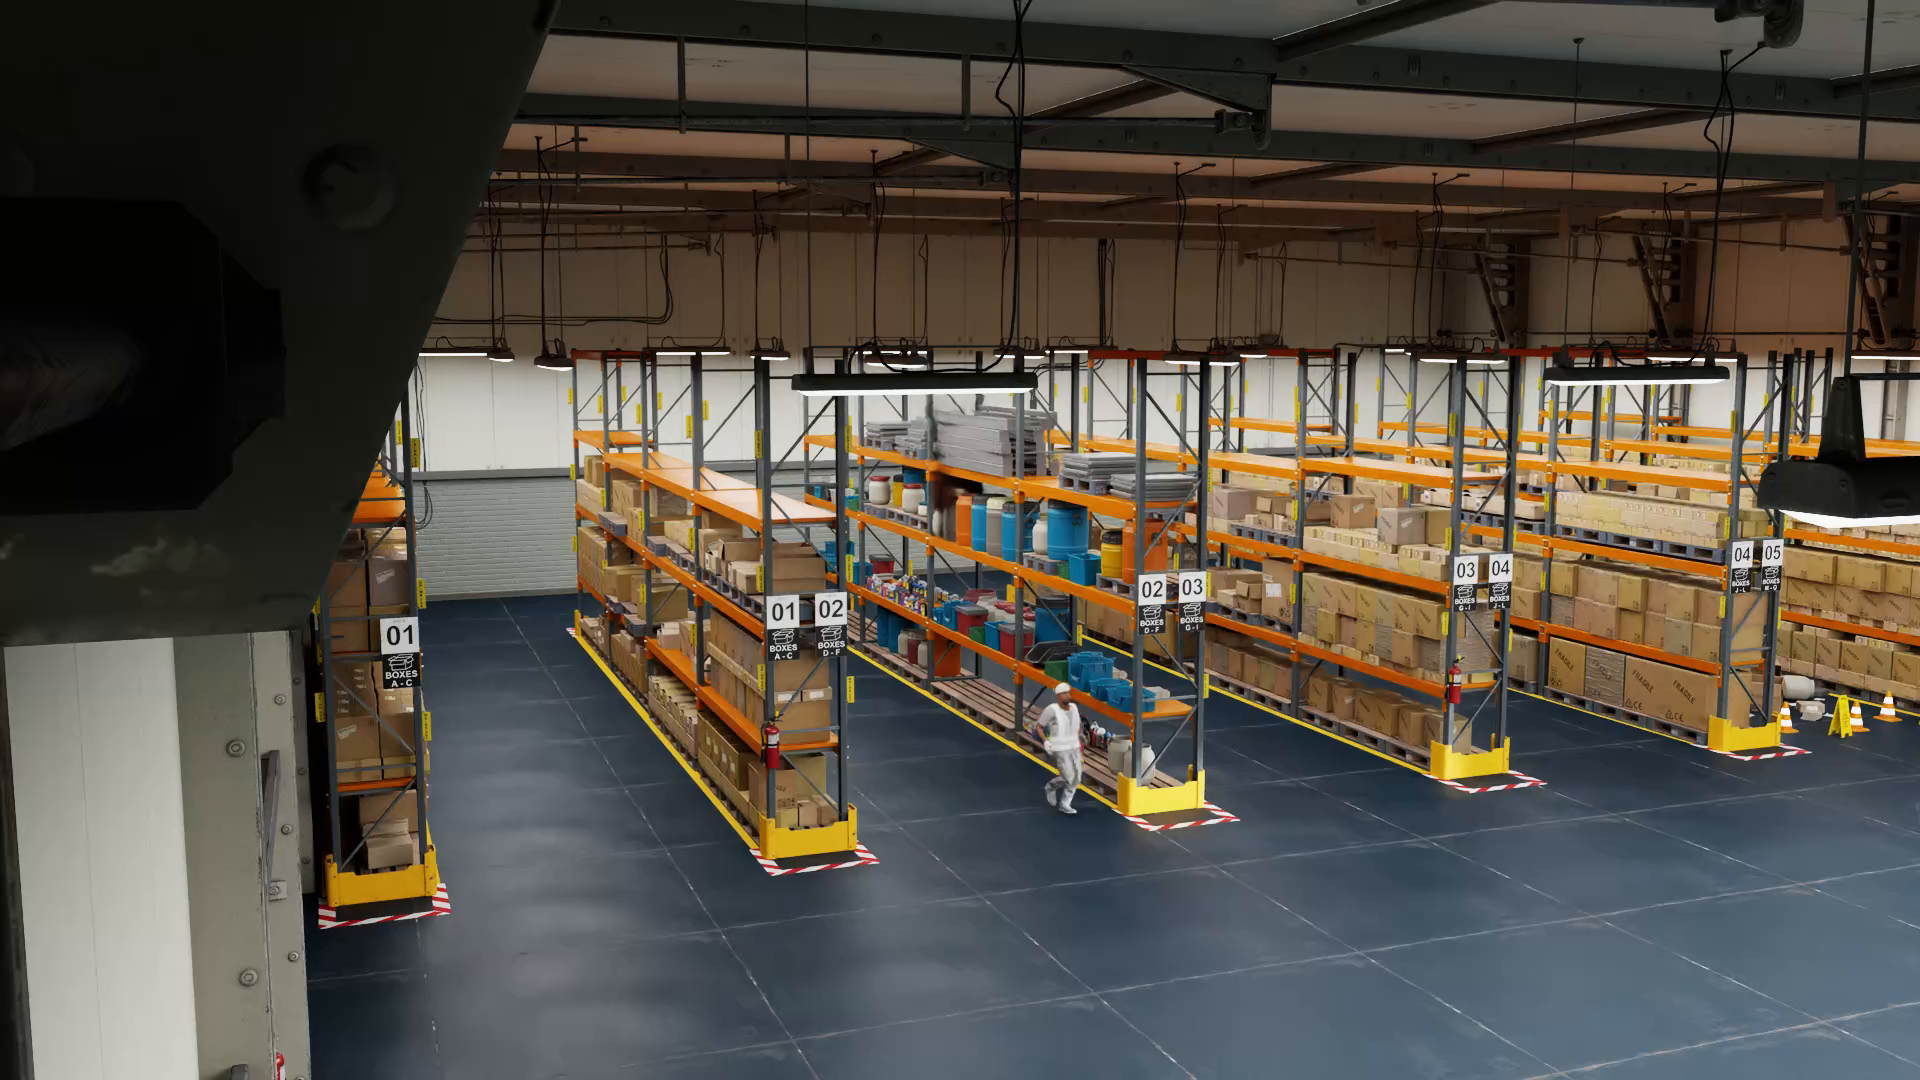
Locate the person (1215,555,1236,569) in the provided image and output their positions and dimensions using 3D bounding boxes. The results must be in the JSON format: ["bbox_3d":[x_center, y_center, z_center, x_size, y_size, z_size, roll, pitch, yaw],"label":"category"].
[{"bbox_3d":[6.692,0.343,41.686,0.979,1.605,0.649,2,7,13],"label":"person"}]

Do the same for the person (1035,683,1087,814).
[{"bbox_3d":[1.395,2.750,21.912,0.675,1.723,0.560,-5,9,-35],"label":"person"}]
